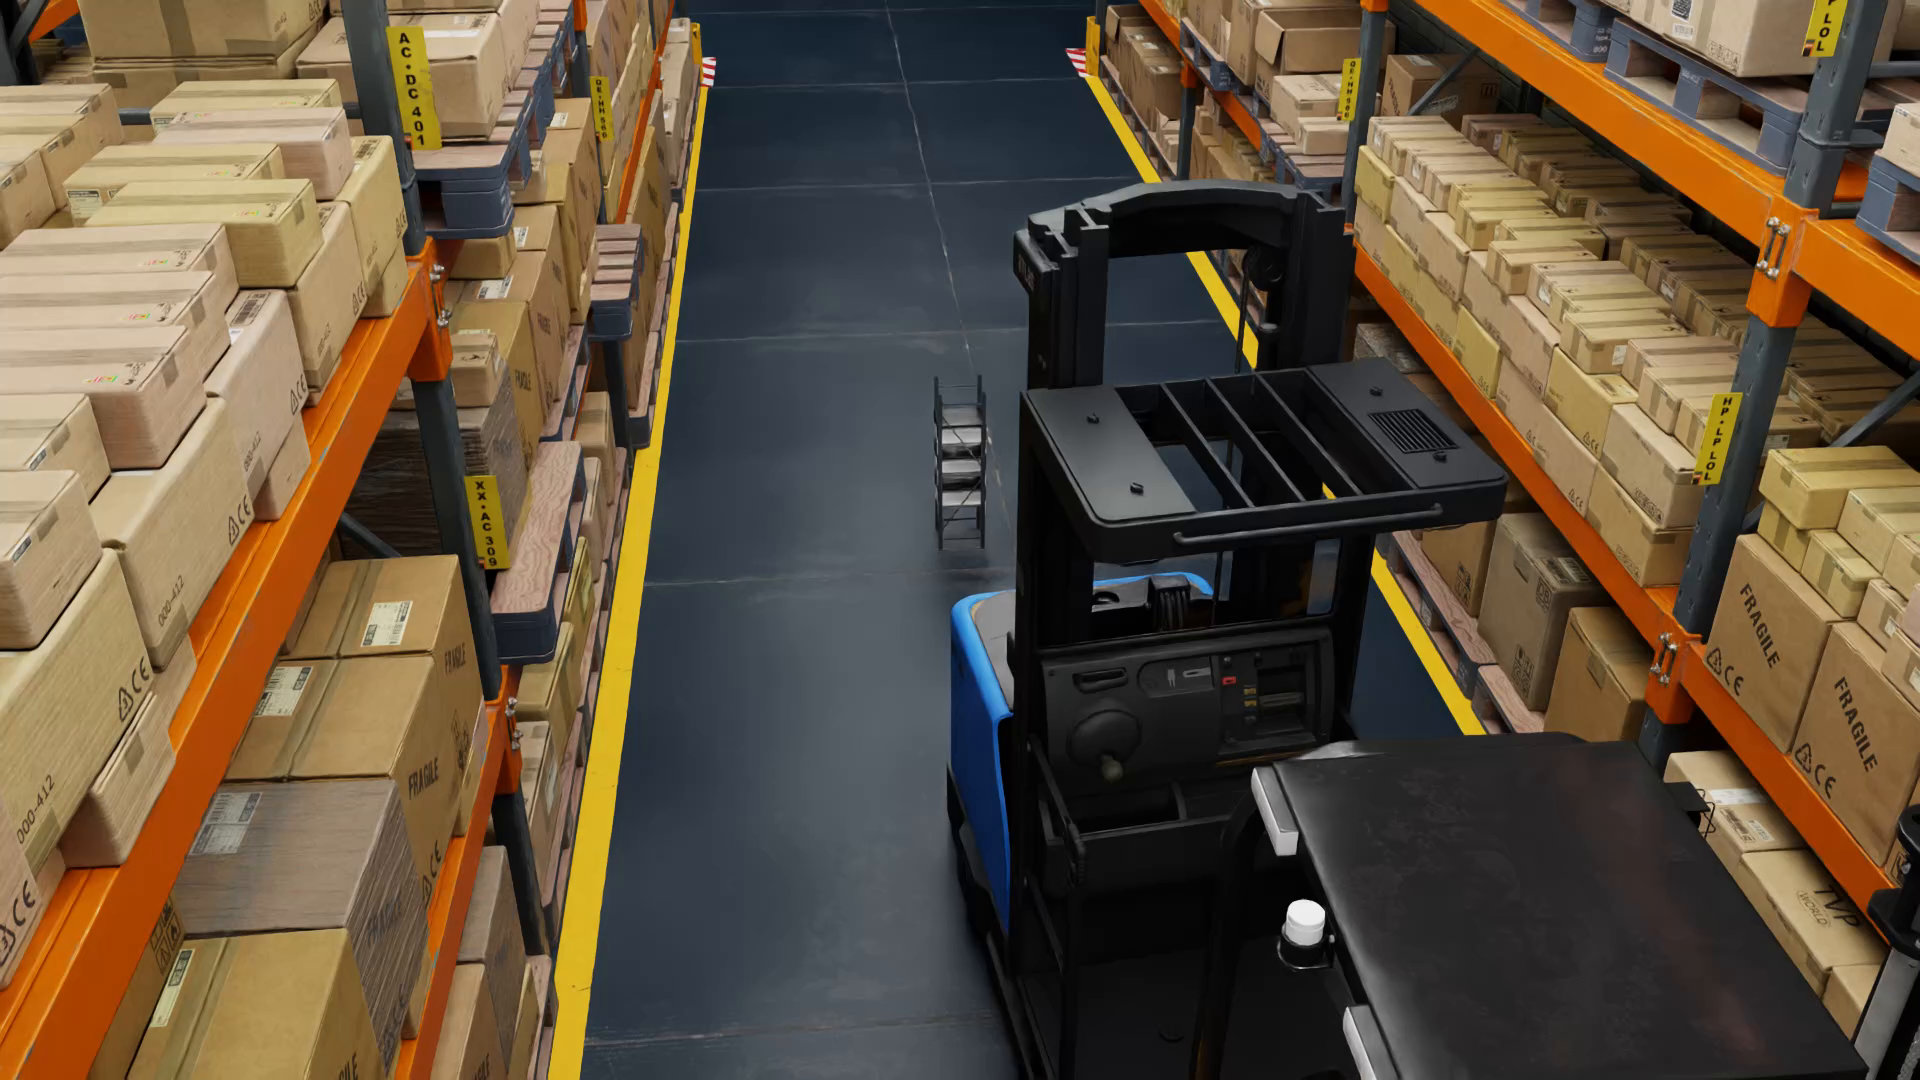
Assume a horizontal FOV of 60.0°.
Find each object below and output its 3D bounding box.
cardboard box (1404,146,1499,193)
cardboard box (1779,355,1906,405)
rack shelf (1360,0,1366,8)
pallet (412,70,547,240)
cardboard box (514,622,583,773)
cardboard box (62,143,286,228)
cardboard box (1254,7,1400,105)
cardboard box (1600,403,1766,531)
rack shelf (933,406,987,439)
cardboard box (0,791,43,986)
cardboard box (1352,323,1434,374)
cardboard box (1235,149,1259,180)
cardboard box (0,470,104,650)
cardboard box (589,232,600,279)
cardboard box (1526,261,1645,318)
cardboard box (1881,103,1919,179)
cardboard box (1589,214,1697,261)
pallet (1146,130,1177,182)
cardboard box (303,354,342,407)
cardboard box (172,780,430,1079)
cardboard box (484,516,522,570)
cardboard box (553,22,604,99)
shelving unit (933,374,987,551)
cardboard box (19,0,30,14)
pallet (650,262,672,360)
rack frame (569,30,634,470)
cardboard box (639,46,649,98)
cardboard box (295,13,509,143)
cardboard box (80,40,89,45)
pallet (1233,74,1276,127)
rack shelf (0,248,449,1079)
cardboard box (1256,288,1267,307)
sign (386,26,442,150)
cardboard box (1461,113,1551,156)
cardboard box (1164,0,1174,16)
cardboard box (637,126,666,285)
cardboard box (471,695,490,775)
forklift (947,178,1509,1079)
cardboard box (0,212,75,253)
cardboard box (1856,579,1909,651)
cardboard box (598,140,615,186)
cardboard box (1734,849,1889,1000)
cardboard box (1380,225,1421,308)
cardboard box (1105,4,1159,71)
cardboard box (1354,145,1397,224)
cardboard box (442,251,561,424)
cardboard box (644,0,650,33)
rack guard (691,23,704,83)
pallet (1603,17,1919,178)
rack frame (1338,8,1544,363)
[{"bbox_3d":[2.398,-1.810,8.125,0.380,0.149,0.250,-2,31,-3],"label":"cardboard box"},{"bbox_3d":[3.167,-0.540,5.999,0.380,0.149,0.250,-4,31,-6],"label":"cardboard box"},{"bbox_3d":[2.399,-3.932,10.184,1.077,0.370,4.000,-3,31,-5],"label":"rack shelf"},{"bbox_3d":[-1.934,-1.177,5.054,1.213,0.211,1.003,-3,31,-5],"label":"pallet"},{"bbox_3d":[-2.104,0.664,6.867,0.950,0.372,0.625,-1,31,-1],"label":"cardboard box"},{"bbox_3d":[-1.699,-0.754,3.630,0.380,0.149,0.250,-2,31,-3],"label":"cardboard box"},{"bbox_3d":[2.249,-2.981,10.305,0.797,0.503,0.637,-3,31,-6],"label":"cardboard box"},{"bbox_3d":[2.659,-0.278,5.949,0.500,0.250,0.500,-3,31,-6],"label":"cardboard box"},{"bbox_3d":[-0.001,-0.594,8.405,0.258,0.077,0.200,-3,31,-5],"label":"rack shelf"},{"bbox_3d":[-1.428,0.514,1.895,0.500,0.250,0.500,-3,31,-5],"label":"cardboard box"},{"bbox_3d":[2.630,-0.773,9.026,0.875,0.625,0.625,-2,31,-3],"label":"cardboard box"},{"bbox_3d":[2.144,-2.627,11.618,0.380,0.149,0.250,-3,31,-5],"label":"cardboard box"},{"bbox_3d":[-1.451,0.030,2.318,0.380,0.149,0.250,-2,31,-3],"label":"cardboard box"},{"bbox_3d":[-1.926,-1.348,7.918,0.380,0.149,0.250,-3,31,-5],"label":"cardboard box"},{"bbox_3d":[2.558,-1.026,6.812,0.380,0.149,0.250,-2,31,-4],"label":"cardboard box"},{"bbox_3d":[2.699,-1.049,4.394,0.380,0.149,0.250,-2,31,-4],"label":"cardboard box"},{"bbox_3d":[2.980,-1.314,7.294,0.380,0.149,0.250,-2,31,-3],"label":"cardboard box"},{"bbox_3d":[2.149,-3.127,13.780,1.003,0.211,1.213,-3,31,-5],"label":"pallet"},{"bbox_3d":[-1.665,-0.421,3.849,0.380,0.149,0.250,-2,31,-4],"label":"cardboard box"},{"bbox_3d":[-1.585,0.922,3.894,0.500,0.500,0.500,-2,31,-3],"label":"cardboard box"},{"bbox_3d":[-1.719,-0.019,5.693,0.380,0.149,0.250,-2,31,-4],"label":"cardboard box"},{"bbox_3d":[-2.158,-2.428,8.817,0.500,0.500,0.500,-4,31,-6],"label":"cardboard box"},{"bbox_3d":[-0.001,-0.390,8.526,0.258,0.900,0.210,-3,31,-5],"label":"shelving unit"},{"bbox_3d":[-7.521,-4.168,13.048,0.380,0.149,0.250,-1,31,-2],"label":"cardboard box"},{"bbox_3d":[-2.465,-1.522,11.093,1.003,0.211,1.213,-3,31,-5],"label":"pallet"},{"bbox_3d":[-2.356,-1.692,8.657,1.000,3.000,0.127,-3,31,-5],"label":"rack frame"},{"bbox_3d":[-2.390,-3.193,11.316,0.500,0.250,0.500,-3,31,-5],"label":"cardboard box"},{"bbox_3d":[-1.638,-1.371,4.932,0.500,0.250,0.500,-4,31,-6],"label":"cardboard box"},{"bbox_3d":[-7.720,-4.441,15.051,0.380,0.149,0.250,-2,31,-4],"label":"cardboard box"},{"bbox_3d":[2.400,-2.842,10.770,1.003,0.211,1.213,-3,31,-5],"label":"pallet"},{"bbox_3d":[-1.795,0.392,2.944,1.077,0.370,4.000,-3,31,-5],"label":"rack shelf"},{"bbox_3d":[2.244,-1.767,10.812,0.500,0.500,0.500,-1,31,-2],"label":"cardboard box"},{"bbox_3d":[-1.443,-1.189,4.387,0.100,0.325,0.005,-3,31,-5],"label":"sign"},{"bbox_3d":[2.818,-2.097,8.605,0.380,0.149,0.250,-2,31,-3],"label":"cardboard box"},{"bbox_3d":[1.837,-4.280,13.236,0.380,0.149,0.250,-2,31,-3],"label":"cardboard box"},{"bbox_3d":[-2.500,-2.229,11.219,0.875,0.875,0.875,-2,31,-3],"label":"cardboard box"},{"bbox_3d":[-1.649,0.608,5.053,0.380,0.149,0.250,-3,31,-5],"label":"cardboard box"},{"bbox_3d":[0.758,0.562,4.950,1.130,2.935,3.031,-6,31,-10],"label":"forklift"},{"bbox_3d":[-2.156,-0.500,3.593,0.500,0.250,0.500,-3,31,-5],"label":"cardboard box"},{"bbox_3d":[2.805,0.228,4.713,0.380,0.149,0.250,-3,31,-5],"label":"cardboard box"},{"bbox_3d":[-2.157,-2.113,9.021,0.500,0.250,0.500,-3,31,-5],"label":"cardboard box"},{"bbox_3d":[2.730,1.205,5.104,0.500,0.250,0.500,-3,31,-5],"label":"cardboard box"},{"bbox_3d":[2.426,-1.372,8.268,0.500,0.250,0.500,-3,31,-6],"label":"cardboard box"},{"bbox_3d":[1.801,-4.808,15.899,0.797,0.503,0.637,-4,31,-7],"label":"cardboard box"},{"bbox_3d":[2.359,-1.842,8.568,0.500,0.250,0.500,-3,31,-5],"label":"cardboard box"},{"bbox_3d":[-1.820,-0.763,6.304,0.500,0.500,0.500,-3,31,-5],"label":"cardboard box"},{"bbox_3d":[-2.446,-3.671,11.629,0.500,0.250,0.500,-3,31,-5],"label":"cardboard box"},{"bbox_3d":[-3.105,-4.715,16.157,1.175,0.500,0.348,-3,31,-5],"label":"rack guard"},{"bbox_3d":[2.864,-1.545,5.673,0.805,0.209,1.217,-4,31,-7],"label":"pallet"},{"bbox_3d":[2.586,-1.932,9.059,1.000,3.000,0.127,-3,31,-5],"label":"rack frame"}]
